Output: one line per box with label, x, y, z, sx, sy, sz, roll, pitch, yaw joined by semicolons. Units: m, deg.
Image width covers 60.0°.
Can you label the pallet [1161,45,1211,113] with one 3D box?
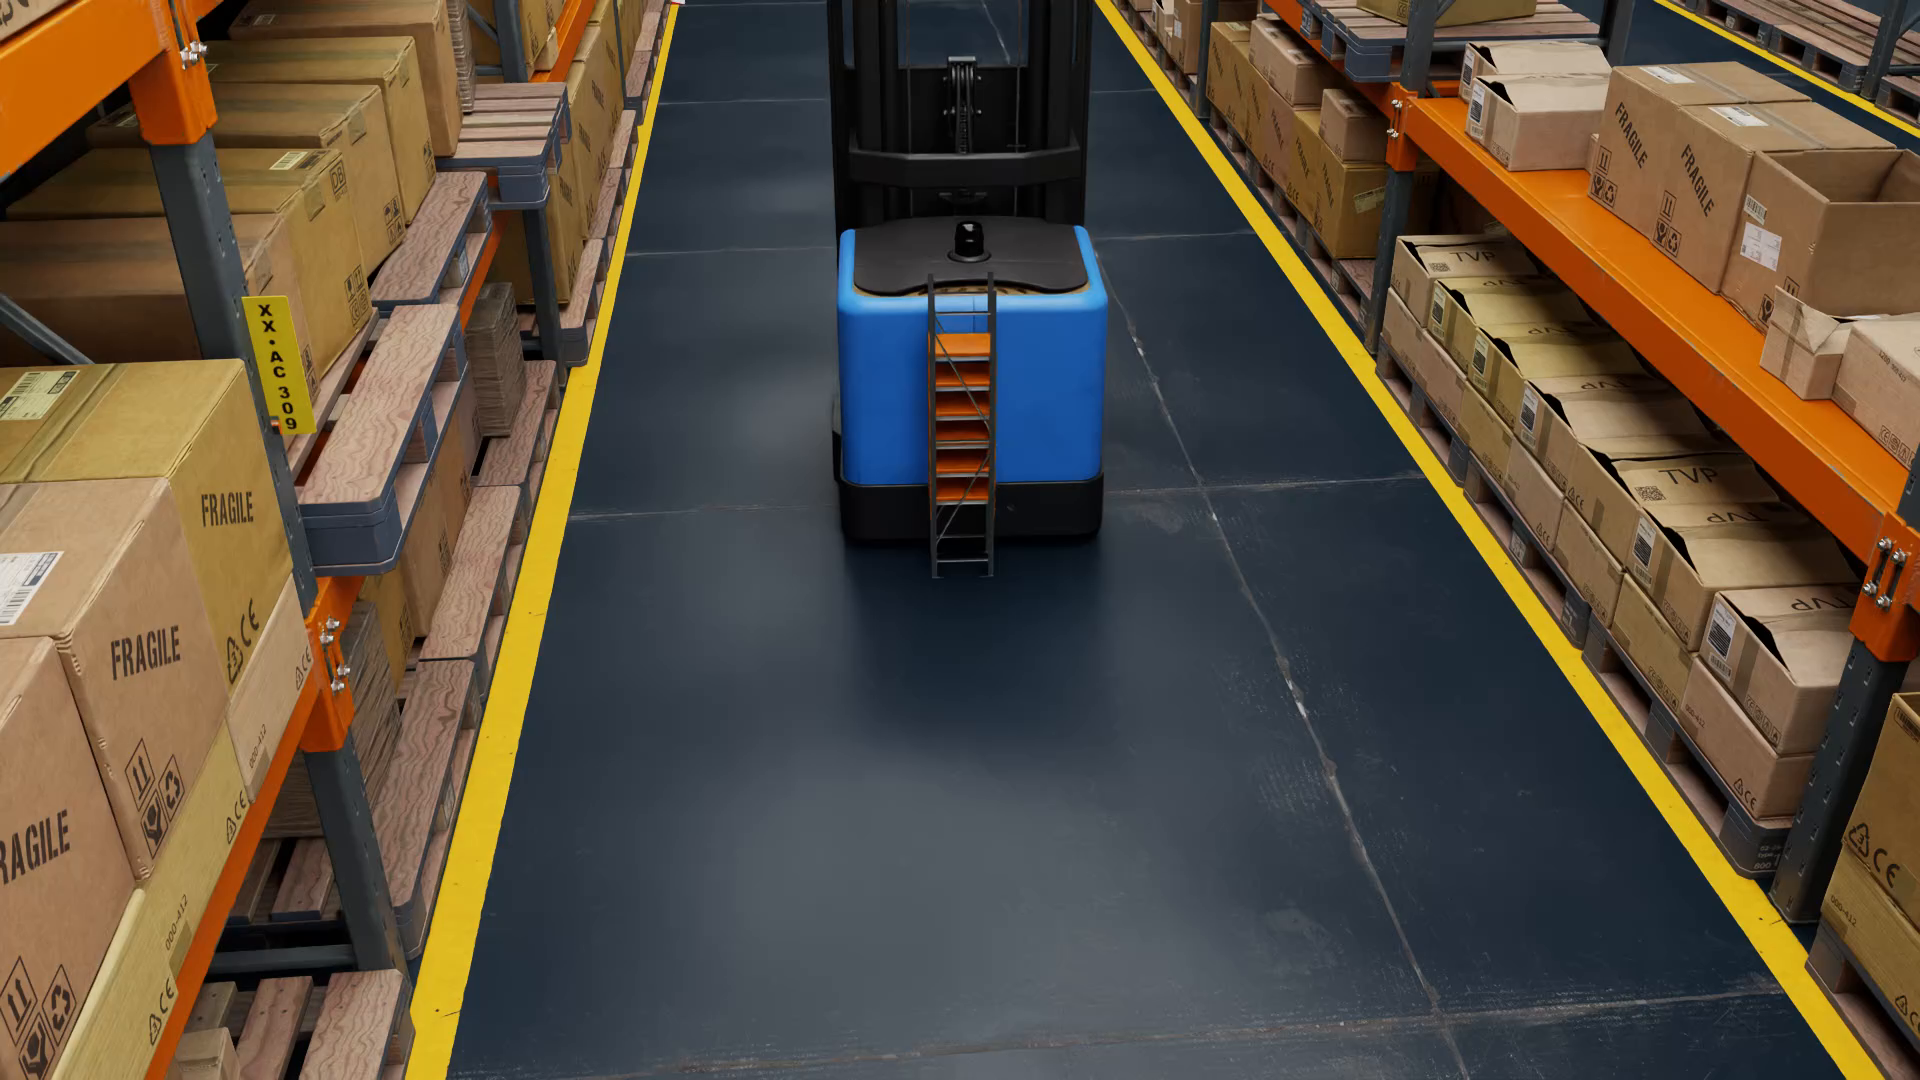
pallet;2.102;-3.452;12.323;1.003;0.211;1.213;-3;31;-5

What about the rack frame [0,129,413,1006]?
rack frame;-2.019;0.025;3.783;1.000;3.000;0.127;-3;31;-5

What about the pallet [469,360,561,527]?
pallet;-2.321;-0.421;7.249;1.003;0.211;1.213;-3;31;-5

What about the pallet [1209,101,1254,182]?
pallet;2.279;-2.688;11.044;1.003;0.211;1.213;-3;31;-5

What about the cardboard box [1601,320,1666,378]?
cardboard box;2.932;-0.718;6.752;0.500;0.311;0.500;-3;31;-5

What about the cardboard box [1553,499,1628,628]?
cardboard box;2.491;0.069;5.981;0.500;0.250;0.500;-2;31;-3

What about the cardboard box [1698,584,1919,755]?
cardboard box;2.589;0.352;4.960;0.500;0.311;0.500;-3;31;-5

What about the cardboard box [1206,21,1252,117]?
cardboard box;1.968;-3.155;11.116;0.500;0.500;0.500;-4;31;-7

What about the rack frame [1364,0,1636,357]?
rack frame;2.539;-2.256;7.602;1.000;3.000;0.127;-3;31;-5

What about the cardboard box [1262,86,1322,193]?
cardboard box;2.114;-2.370;9.801;0.500;0.500;0.500;-4;31;-6

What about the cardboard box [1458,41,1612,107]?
cardboard box;2.529;-2.030;7.311;0.500;0.311;0.500;-1;31;-1

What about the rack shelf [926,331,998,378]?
rack shelf;0.006;-0.683;6.108;0.258;0.103;0.180;-1;31;-2

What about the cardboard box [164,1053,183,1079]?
cardboard box;-1.882;1.438;3.427;0.500;0.500;0.500;-5;31;-8

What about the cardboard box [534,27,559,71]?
cardboard box;-2.149;-2.366;8.011;0.380;0.149;0.250;-2;31;-3

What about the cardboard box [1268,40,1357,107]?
cardboard box;2.108;-2.711;9.640;0.500;0.250;0.500;-3;31;-6

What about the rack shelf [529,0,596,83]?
rack shelf;-2.580;-2.729;9.096;1.077;0.370;4.000;-3;31;-5

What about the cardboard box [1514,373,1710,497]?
cardboard box;2.447;-0.425;6.261;0.500;0.311;0.500;-3;31;-5

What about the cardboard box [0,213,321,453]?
cardboard box;-2.033;-0.468;4.082;0.700;0.500;0.500;-3;31;-4

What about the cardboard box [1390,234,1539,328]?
cardboard box;2.295;-1.215;7.584;0.500;0.311;0.500;-2;31;-3

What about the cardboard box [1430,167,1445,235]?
cardboard box;2.726;-1.885;8.989;0.500;0.500;0.500;-4;31;-6

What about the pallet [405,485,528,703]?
pallet;-2.211;0.201;6.208;1.003;0.211;1.213;-3;31;-5

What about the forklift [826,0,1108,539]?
forklift;-0.013;-1.984;7.213;1.130;2.935;3.031;-1;31;-2

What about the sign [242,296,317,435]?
sign;-1.480;-0.376;3.611;0.100;0.325;0.005;-3;31;-5

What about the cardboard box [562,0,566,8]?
cardboard box;-2.269;-2.978;8.403;0.500;0.500;0.500;-3;31;-5

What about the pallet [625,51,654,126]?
pallet;-2.760;-3.254;11.992;1.003;0.211;1.213;-3;31;-5

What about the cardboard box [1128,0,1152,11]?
cardboard box;1.653;-4.547;13.690;0.500;0.250;0.500;-3;31;-5

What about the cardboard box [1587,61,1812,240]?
cardboard box;2.712;-1.443;6.144;0.500;0.500;0.500;-4;31;-7

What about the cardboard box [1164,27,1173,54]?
cardboard box;1.735;-3.729;12.419;0.380;0.149;0.250;-3;31;-5

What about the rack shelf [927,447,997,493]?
rack shelf;0.006;-0.271;6.354;0.258;0.103;0.180;-1;31;-2

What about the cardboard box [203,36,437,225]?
cardboard box;-2.201;-1.374;5.599;0.700;0.500;0.500;-3;31;-5

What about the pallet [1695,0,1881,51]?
pallet;6.873;-4.335;13.801;1.003;0.211;1.213;-3;31;-5

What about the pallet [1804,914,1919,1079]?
pallet;2.945;1.391;4.215;1.003;0.211;1.213;-3;31;-5

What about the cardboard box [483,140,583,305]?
cardboard box;-2.331;-1.656;8.284;0.750;0.750;0.750;-3;31;-5

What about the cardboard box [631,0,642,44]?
cardboard box;-2.824;-4.072;12.670;0.700;0.500;0.500;-2;31;-3

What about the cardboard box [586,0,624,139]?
cardboard box;-2.577;-2.991;10.519;0.750;0.750;0.750;-2;31;-4

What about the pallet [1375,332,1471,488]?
pallet;2.577;-0.637;7.610;1.003;0.211;1.213;-3;31;-5

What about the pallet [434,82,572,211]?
pallet;-2.220;-1.576;6.650;1.213;0.211;1.003;-3;31;-5

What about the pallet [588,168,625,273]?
pallet;-2.502;-1.847;9.637;1.003;0.211;1.213;-3;31;-5

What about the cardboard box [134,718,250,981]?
cardboard box;-1.635;0.563;3.009;0.500;0.250;0.500;-3;31;-4

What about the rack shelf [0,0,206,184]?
rack shelf;-1.832;0.067;1.488;1.077;0.370;4.000;-3;31;-5

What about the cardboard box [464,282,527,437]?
cardboard box;-2.274;-0.768;7.118;0.700;0.500;0.500;-2;31;-4

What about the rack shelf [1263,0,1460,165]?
rack shelf;2.352;-2.968;9.496;1.077;0.370;4.000;-3;31;-5

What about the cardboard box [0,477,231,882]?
cardboard box;-1.615;0.240;2.818;0.500;0.500;0.500;-3;31;-5

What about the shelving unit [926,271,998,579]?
shelving unit;0.006;-0.412;6.270;0.258;1.200;0.189;-1;31;-2

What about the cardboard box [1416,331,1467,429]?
cardboard box;2.343;-0.718;7.299;0.500;0.250;0.500;-4;31;-6

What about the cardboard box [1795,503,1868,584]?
cardboard box;3.080;0.067;5.438;0.500;0.311;0.500;-3;31;-5

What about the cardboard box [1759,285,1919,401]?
cardboard box;2.647;-0.596;4.954;0.396;0.266;0.258;-3;31;-6

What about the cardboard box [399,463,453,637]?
cardboard box;-2.210;0.011;5.816;0.700;0.500;0.500;-2;31;-4
